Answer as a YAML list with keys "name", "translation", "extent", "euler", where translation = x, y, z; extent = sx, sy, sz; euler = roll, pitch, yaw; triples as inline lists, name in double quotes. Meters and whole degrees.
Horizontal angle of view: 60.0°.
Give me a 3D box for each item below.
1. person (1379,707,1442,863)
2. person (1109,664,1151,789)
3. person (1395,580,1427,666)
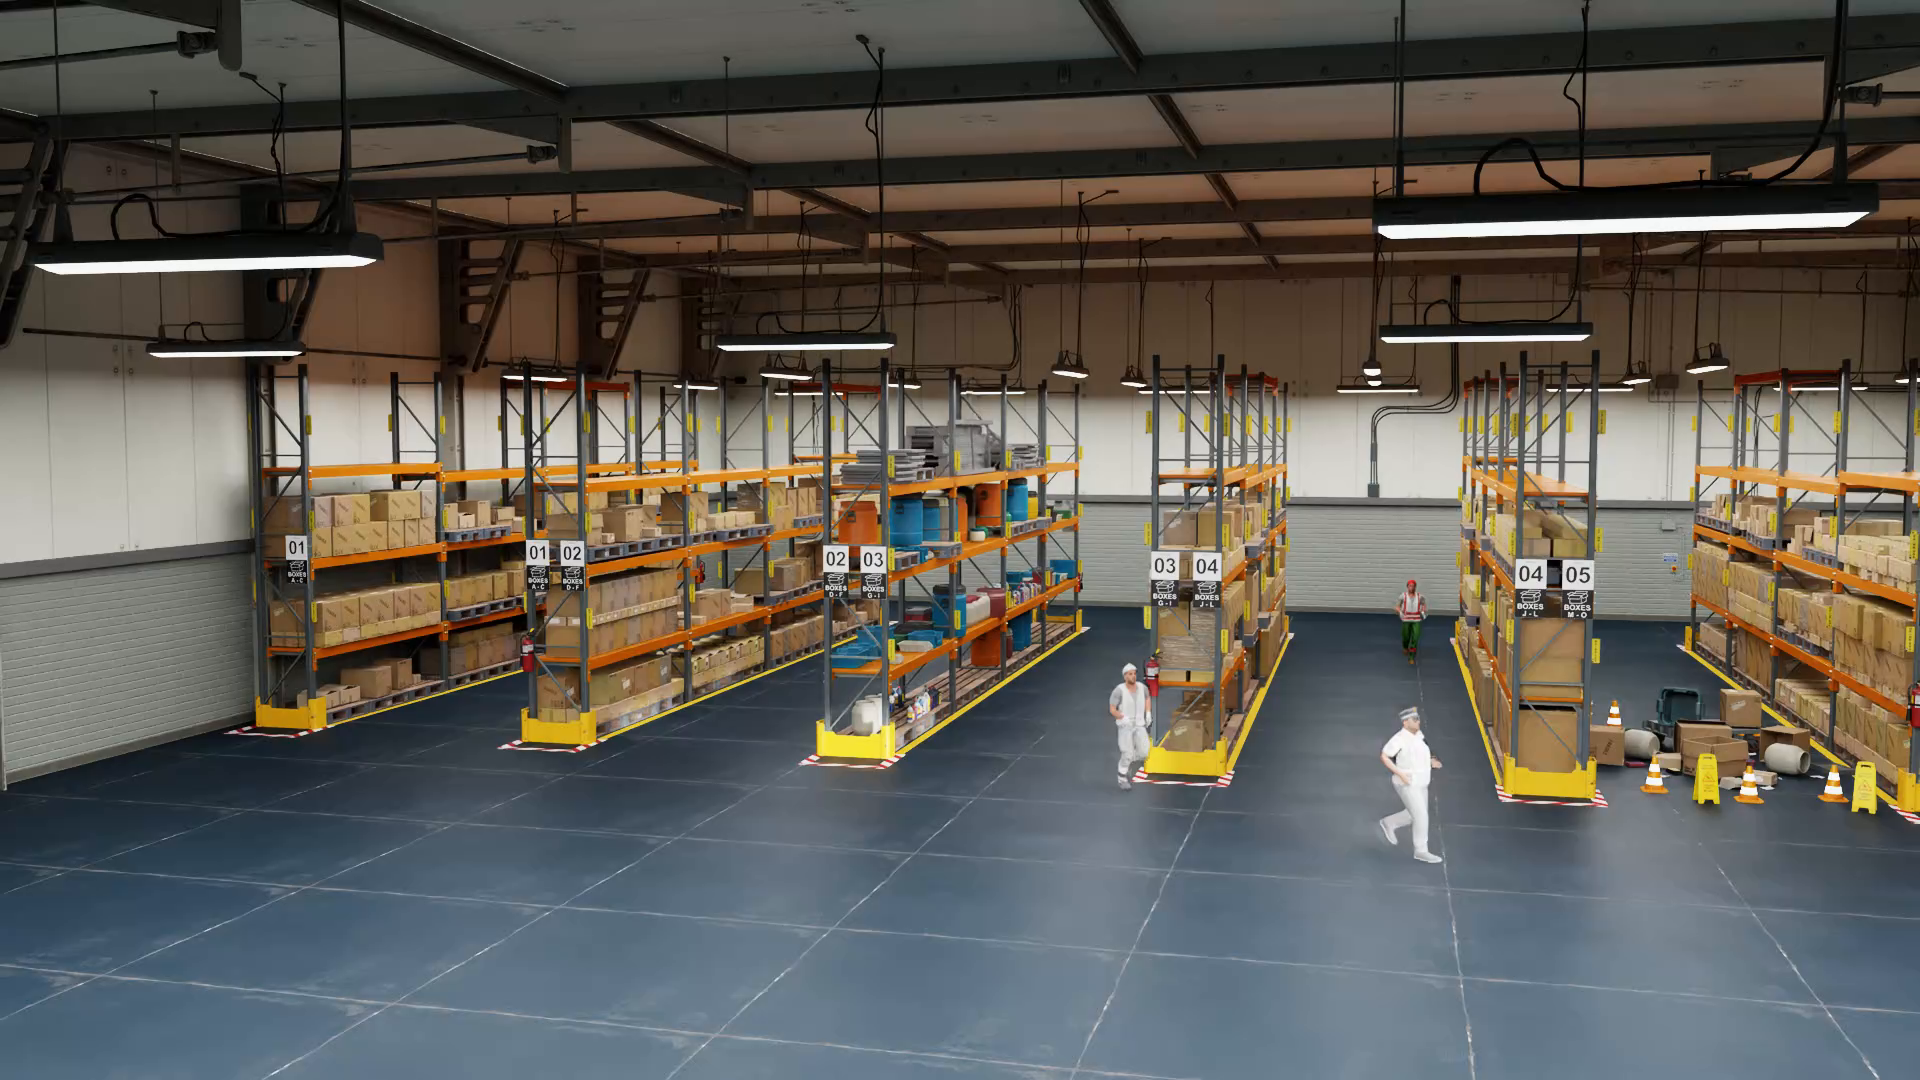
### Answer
- name: "person"
  translation: [5.202, 2.794, 19.247]
  extent: [0.676, 1.751, 0.886]
  euler: [-4, 5, -43]
- name: "person"
  translation: [2.374, 2.562, 22.806]
  extent: [0.690, 1.739, 0.661]
  euler: [-1, 4, -20]
- name: "person"
  translation: [9.475, 1.713, 34.919]
  extent: [0.656, 1.772, 0.879]
  euler: [1, 4, 9]
